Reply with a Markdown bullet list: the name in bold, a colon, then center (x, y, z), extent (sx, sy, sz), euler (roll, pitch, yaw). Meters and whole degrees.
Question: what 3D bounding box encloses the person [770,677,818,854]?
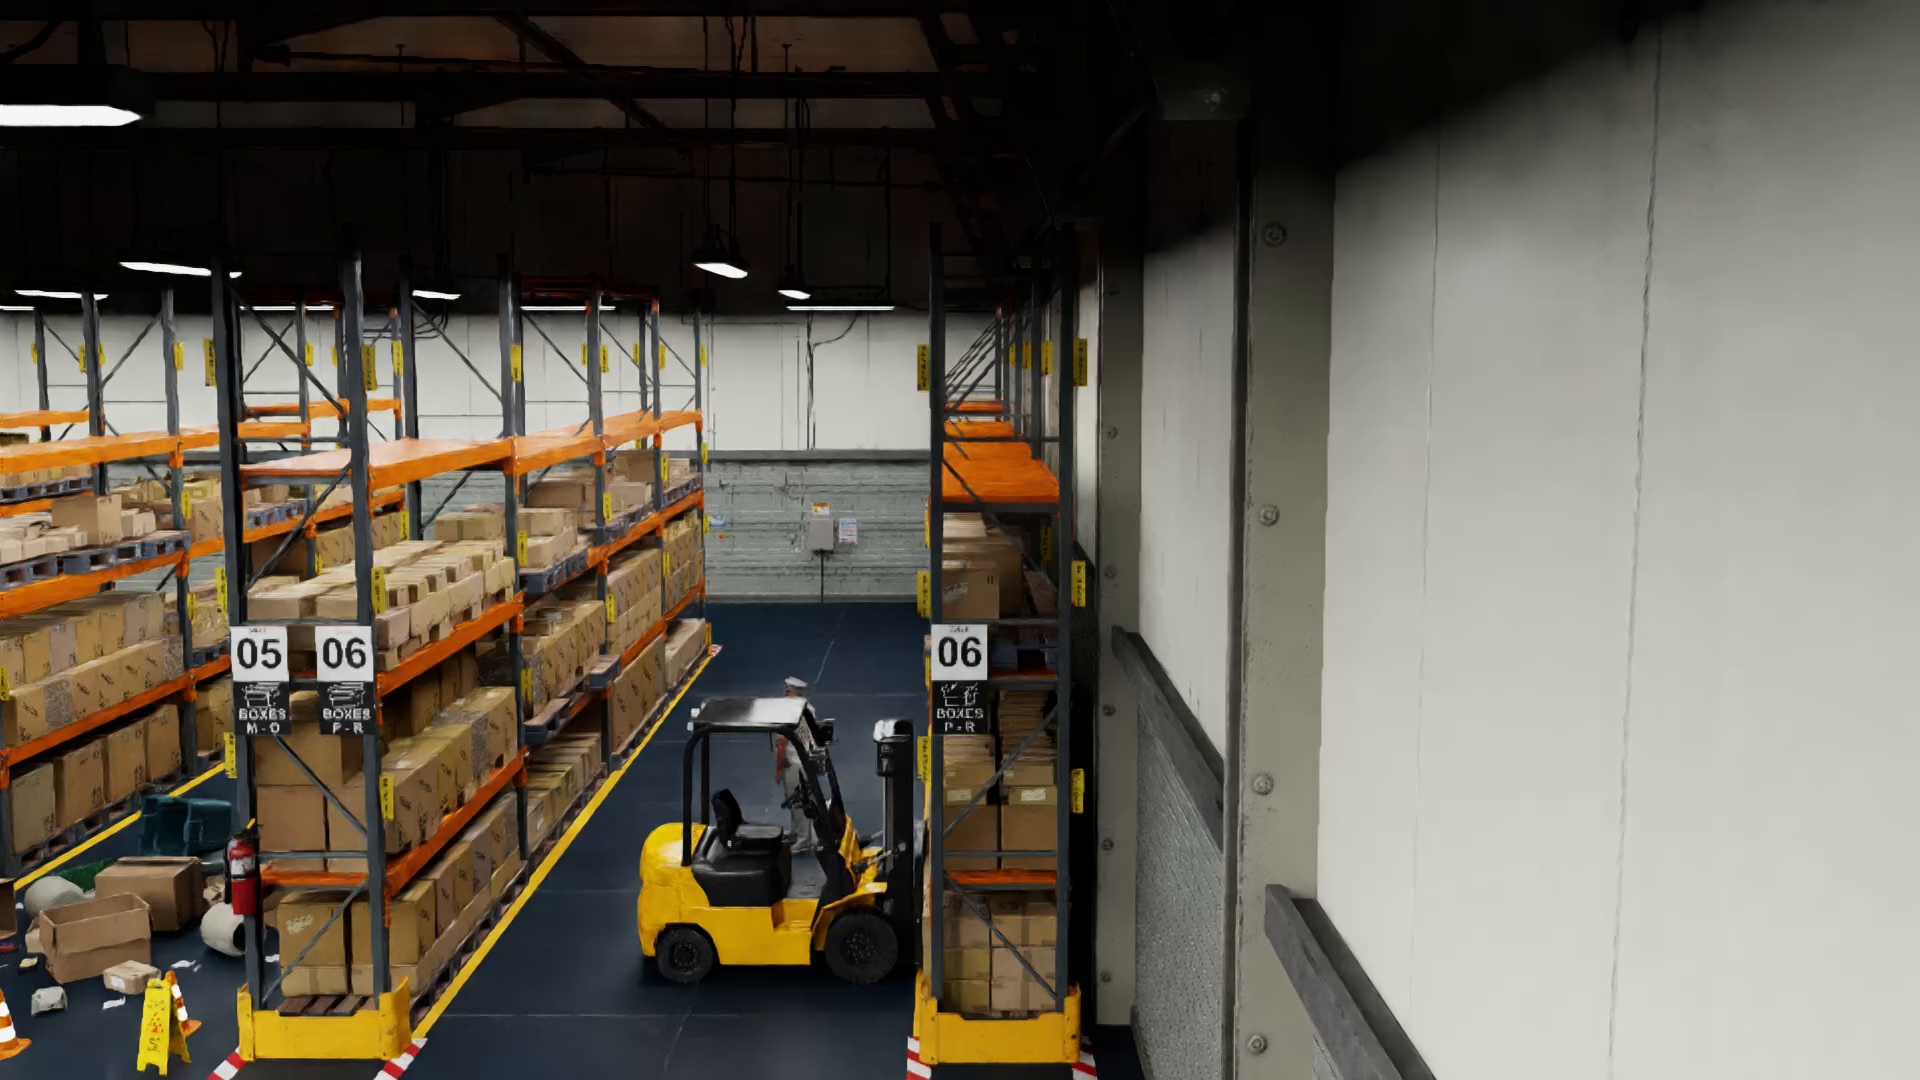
- **person**: center (-1.725, 2.289, 17.145), extent (0.579, 1.744, 0.669), euler (3, 7, 25)
